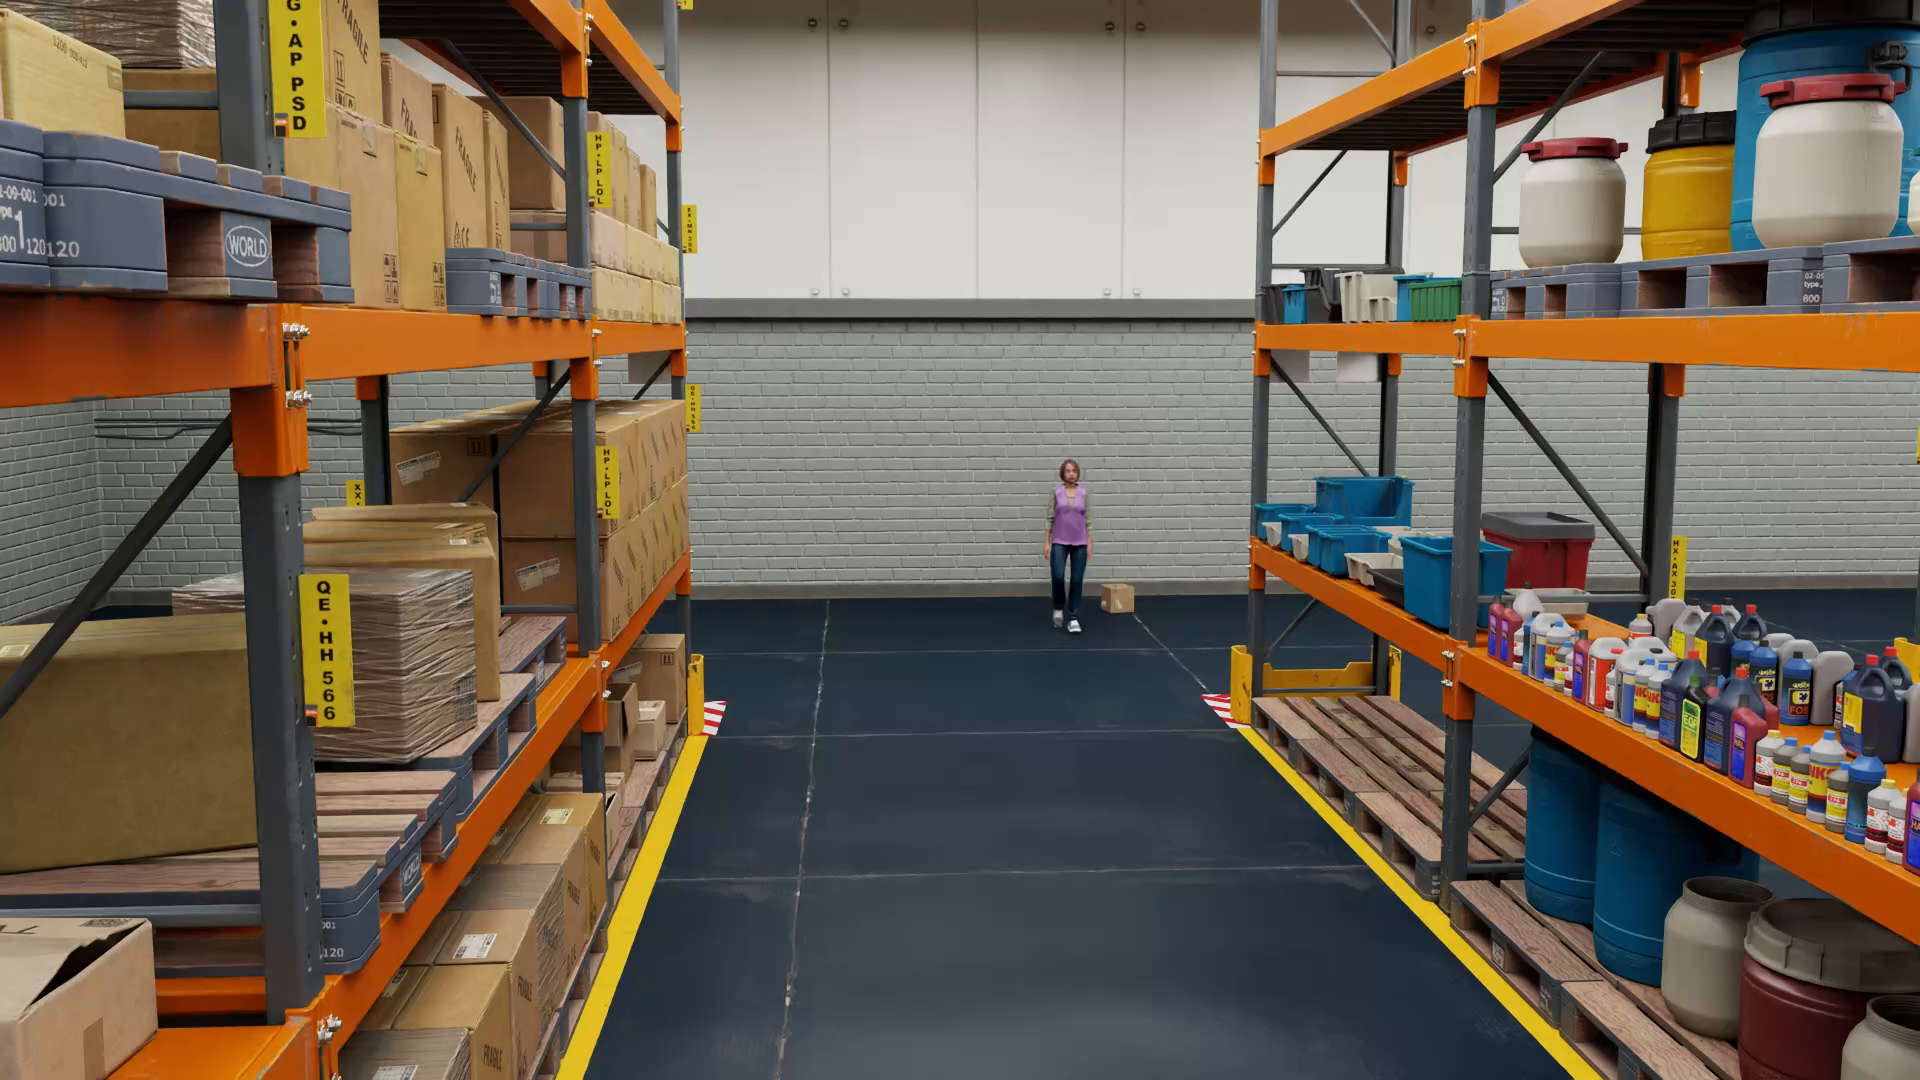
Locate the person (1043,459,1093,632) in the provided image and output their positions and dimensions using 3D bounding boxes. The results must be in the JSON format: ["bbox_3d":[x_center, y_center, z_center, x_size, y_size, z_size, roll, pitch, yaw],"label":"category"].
[{"bbox_3d":[0.993,0.049,15.229,0.455,1.591,0.438,0,7,-3],"label":"person"}]
